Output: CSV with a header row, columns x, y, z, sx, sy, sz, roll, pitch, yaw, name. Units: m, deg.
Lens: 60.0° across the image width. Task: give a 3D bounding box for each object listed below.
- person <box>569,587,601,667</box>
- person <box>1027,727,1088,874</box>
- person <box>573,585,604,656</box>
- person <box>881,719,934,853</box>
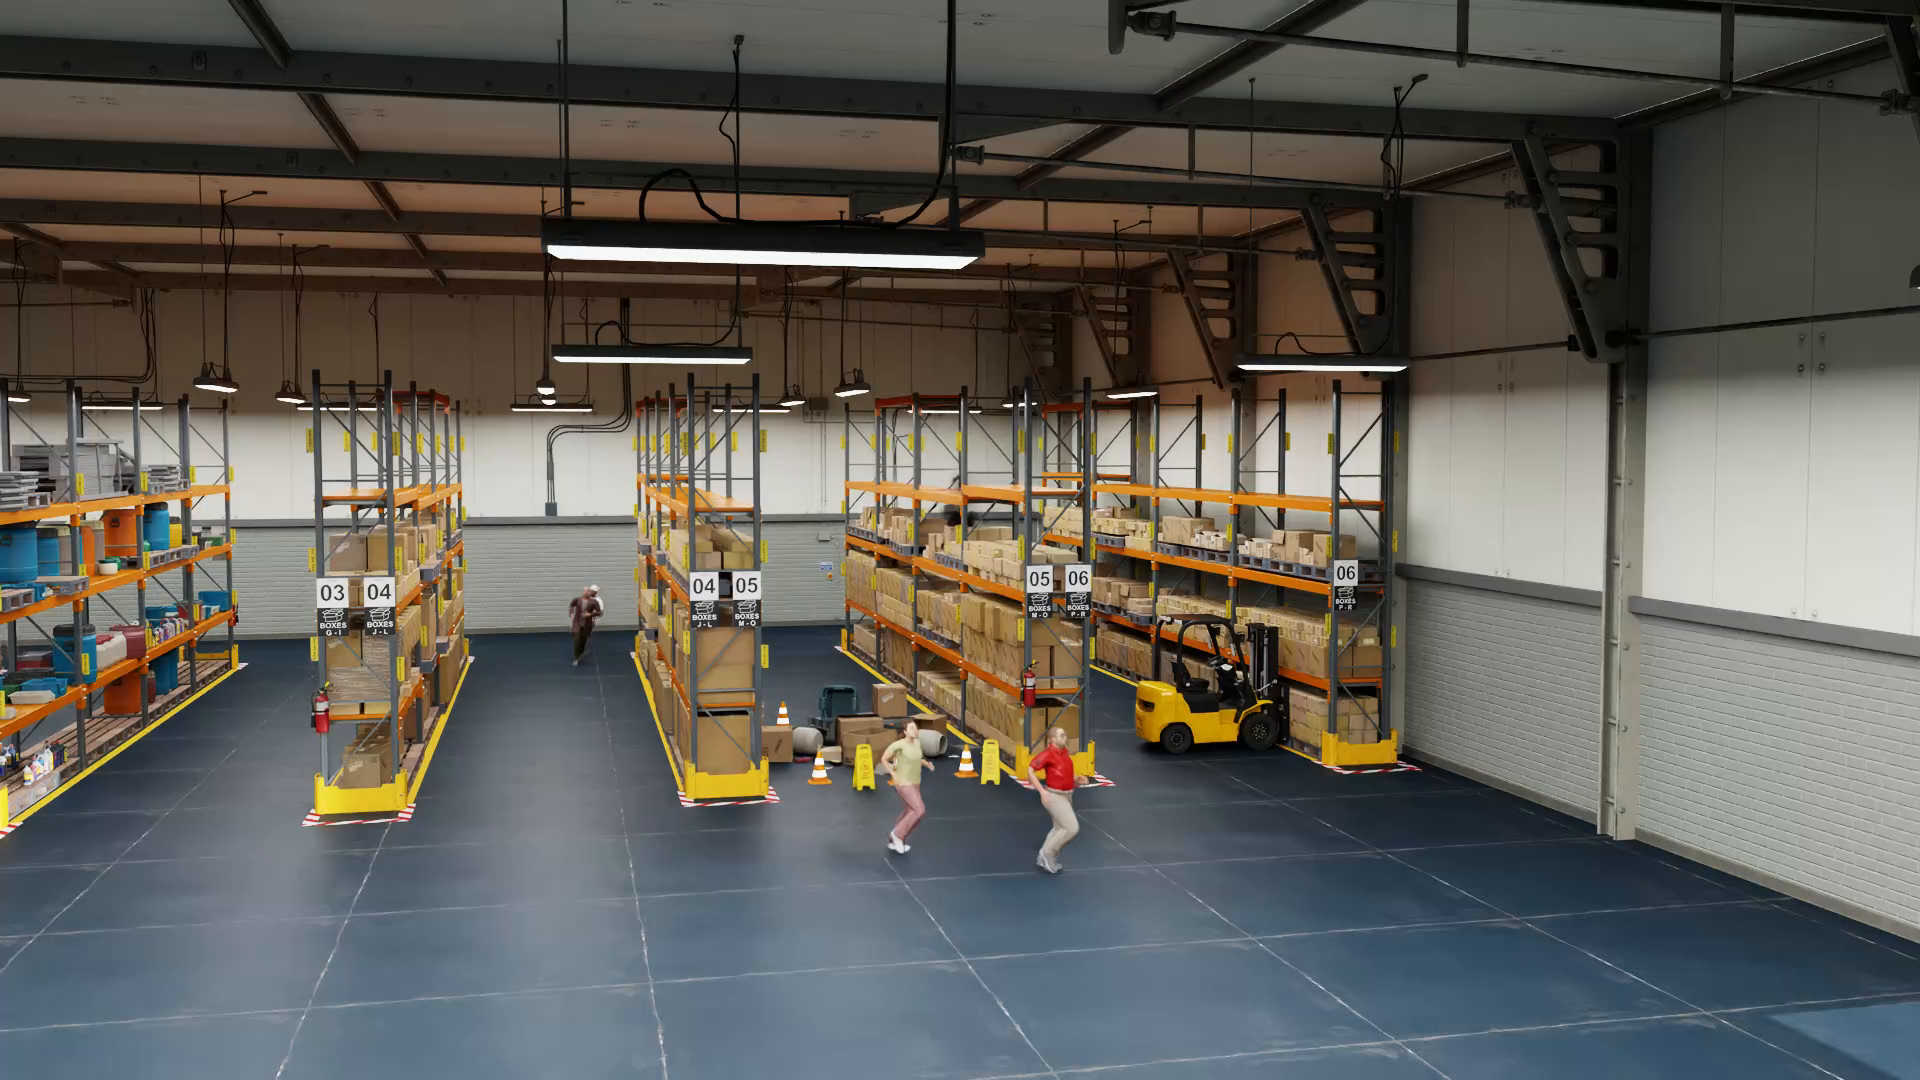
x,y,z,sx,sy,sz,roll,pitch,yaw,name
-8.549,1.948,37.906,0.733,1.775,0.998,0,3,-8,person
1.179,3.030,19.359,0.666,1.704,0.642,2,4,27,person
-8.794,1.897,39.207,0.758,1.676,0.545,3,5,43,person
-0.604,2.997,20.317,0.605,1.637,0.557,2,4,35,person
